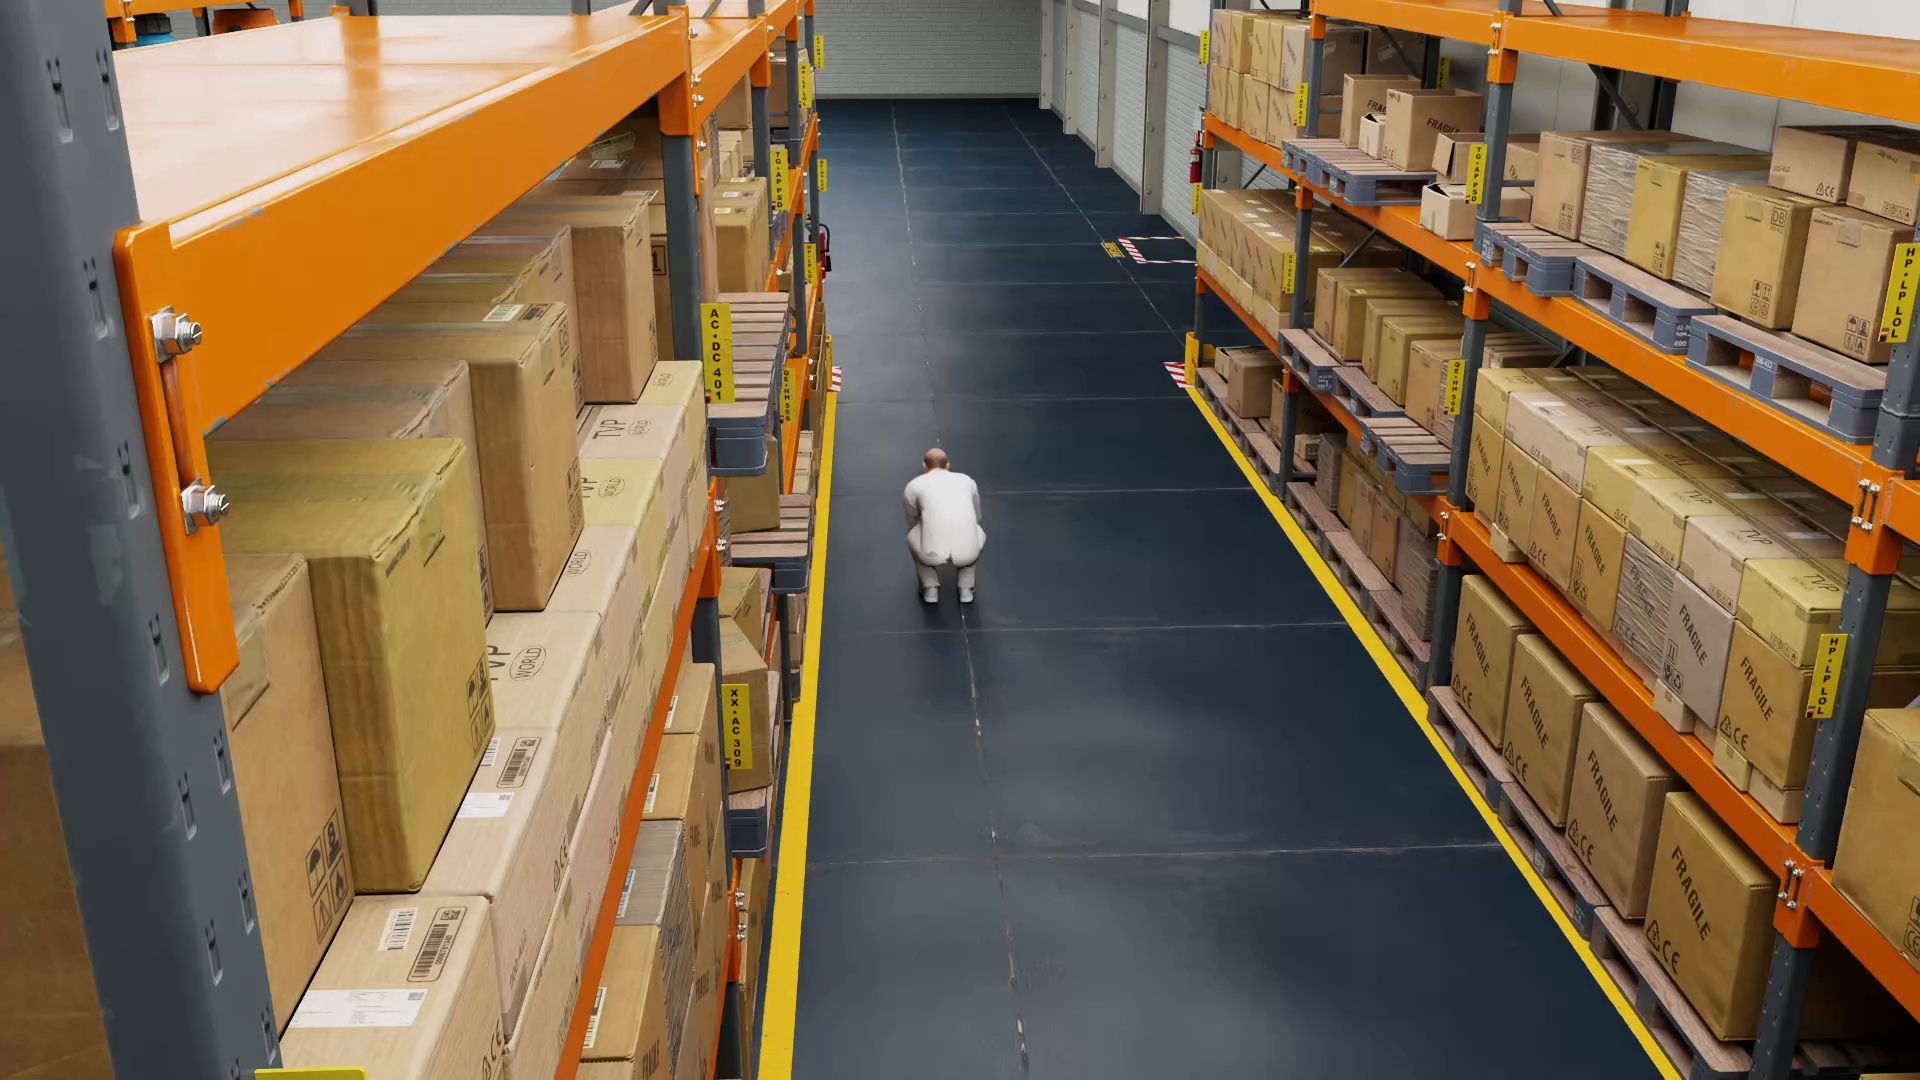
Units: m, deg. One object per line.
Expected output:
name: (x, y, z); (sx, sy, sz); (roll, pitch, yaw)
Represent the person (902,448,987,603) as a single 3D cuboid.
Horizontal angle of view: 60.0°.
person: (-0.113, -0.116, 12.061); (0.605, 0.995, 0.906); (-1, 20, -3)
